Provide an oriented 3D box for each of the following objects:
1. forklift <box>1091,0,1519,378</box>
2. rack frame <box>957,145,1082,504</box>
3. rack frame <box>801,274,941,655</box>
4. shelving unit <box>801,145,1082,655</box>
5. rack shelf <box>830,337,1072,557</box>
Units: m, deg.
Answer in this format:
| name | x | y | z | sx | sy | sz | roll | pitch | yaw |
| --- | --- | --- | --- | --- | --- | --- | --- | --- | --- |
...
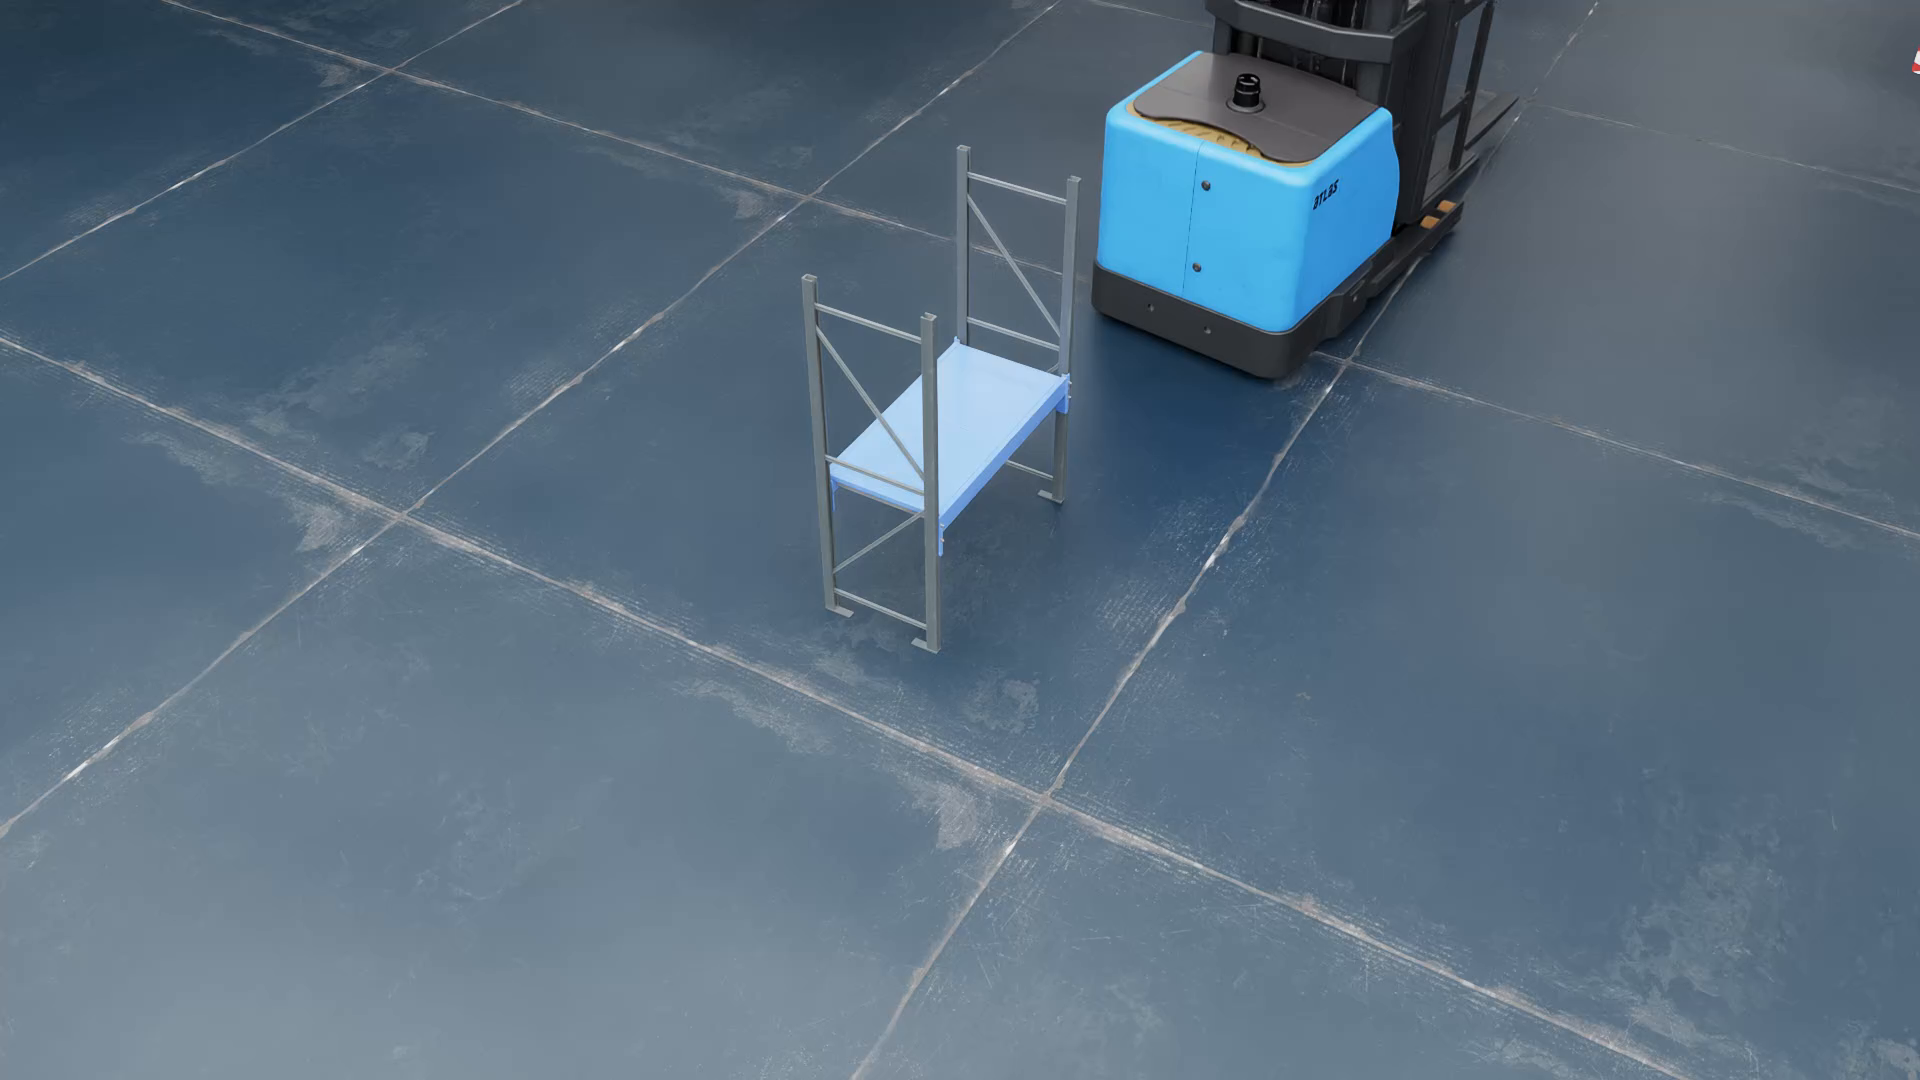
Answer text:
| name | x | y | z | sx | sy | sz | roll | pitch | yaw |
| --- | --- | --- | --- | --- | --- | --- | --- | --- | --- |
| forklift | 1.918 | -2.749 | 7.654 | 1.130 | 2.935 | 3.031 | 27 | 48 | 27 |
| rack frame | 0.212 | -0.805 | 6.529 | 0.500 | 1.500 | 0.032 | 21 | 45 | 22 |
| rack frame | -0.297 | -0.223 | 5.869 | 0.500 | 1.500 | 0.032 | 21 | 45 | 22 |
| shelving unit | -0.043 | -0.514 | 6.199 | 0.538 | 1.500 | 1.048 | 21 | 45 | 22 |
| rack shelf | -0.043 | -0.379 | 6.318 | 0.538 | 0.185 | 1.000 | 21 | 45 | 22 |
